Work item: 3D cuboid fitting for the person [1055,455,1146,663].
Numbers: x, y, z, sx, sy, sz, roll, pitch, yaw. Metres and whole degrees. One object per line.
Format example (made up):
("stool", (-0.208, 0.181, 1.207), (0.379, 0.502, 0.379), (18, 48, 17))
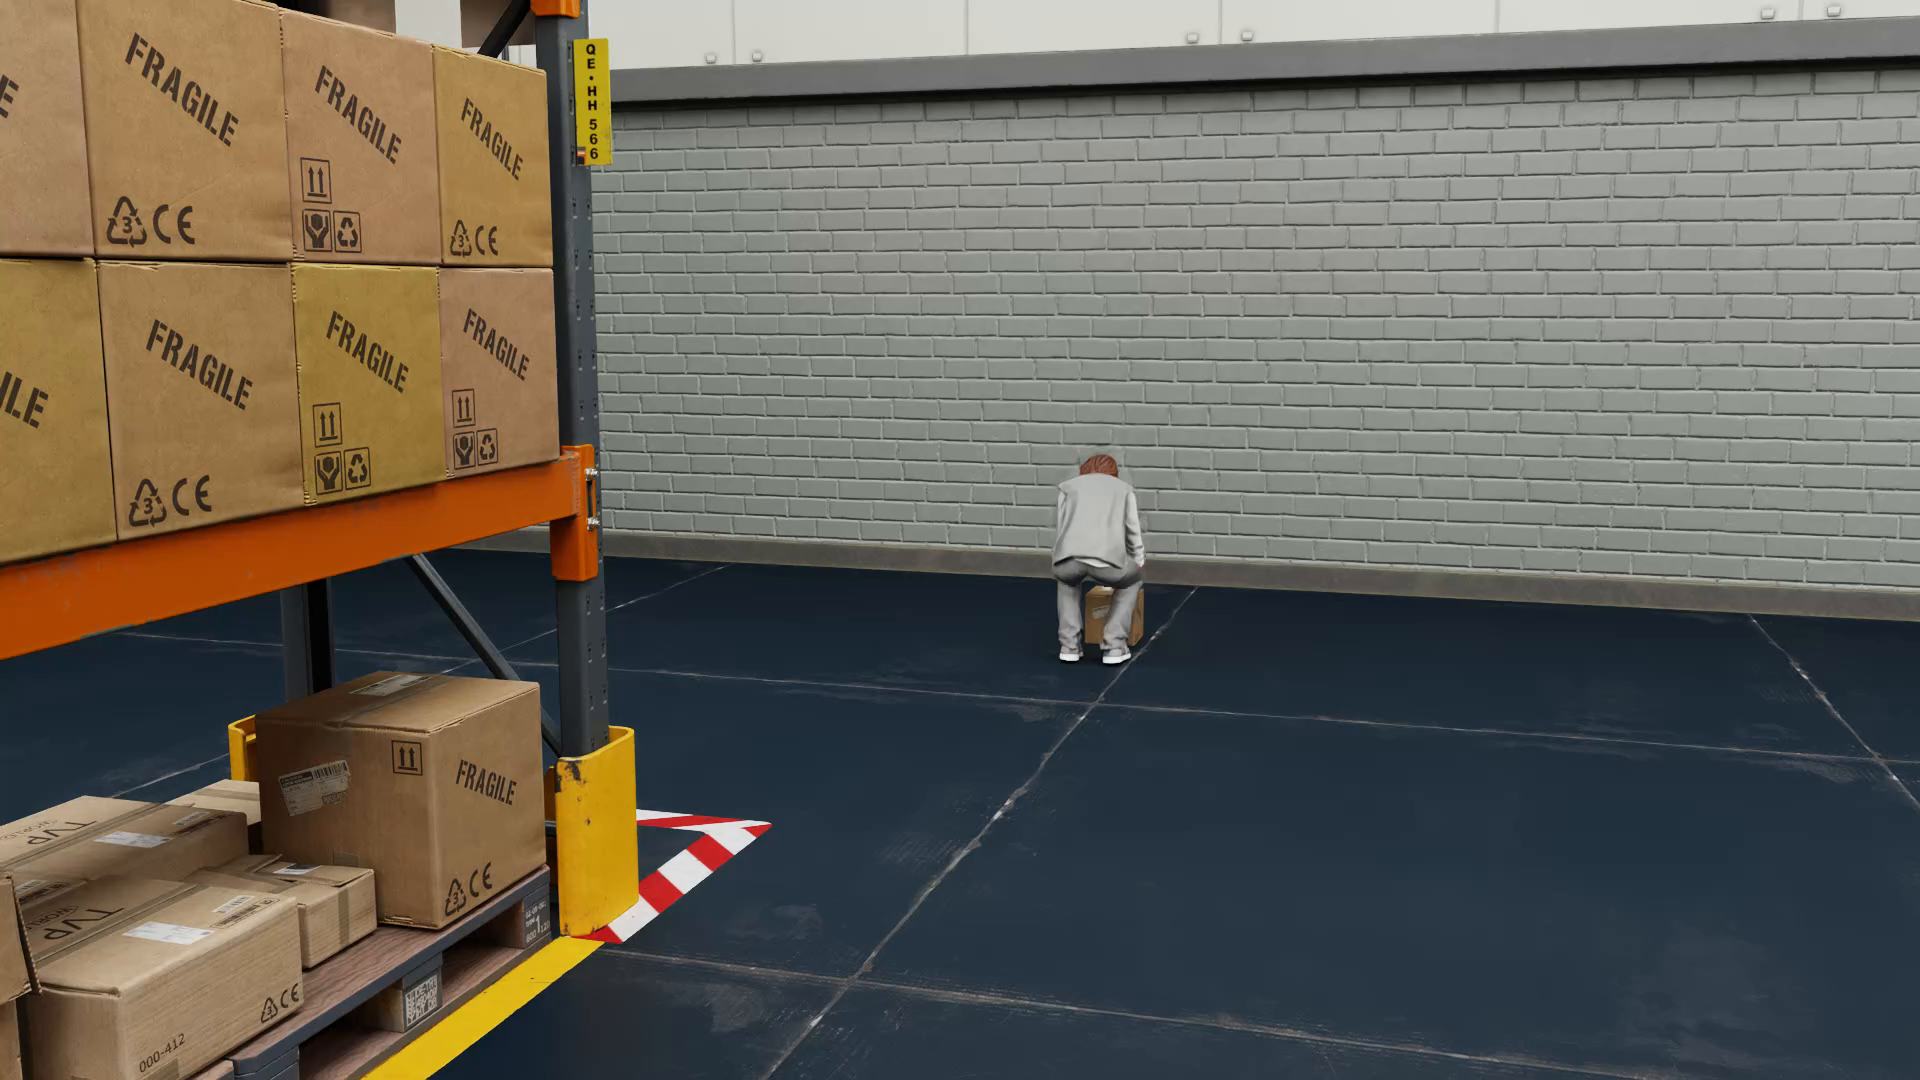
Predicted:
("person", (0.688, 0.061, 8.046), (0.402, 0.980, 0.871), (2, 9, 14))
